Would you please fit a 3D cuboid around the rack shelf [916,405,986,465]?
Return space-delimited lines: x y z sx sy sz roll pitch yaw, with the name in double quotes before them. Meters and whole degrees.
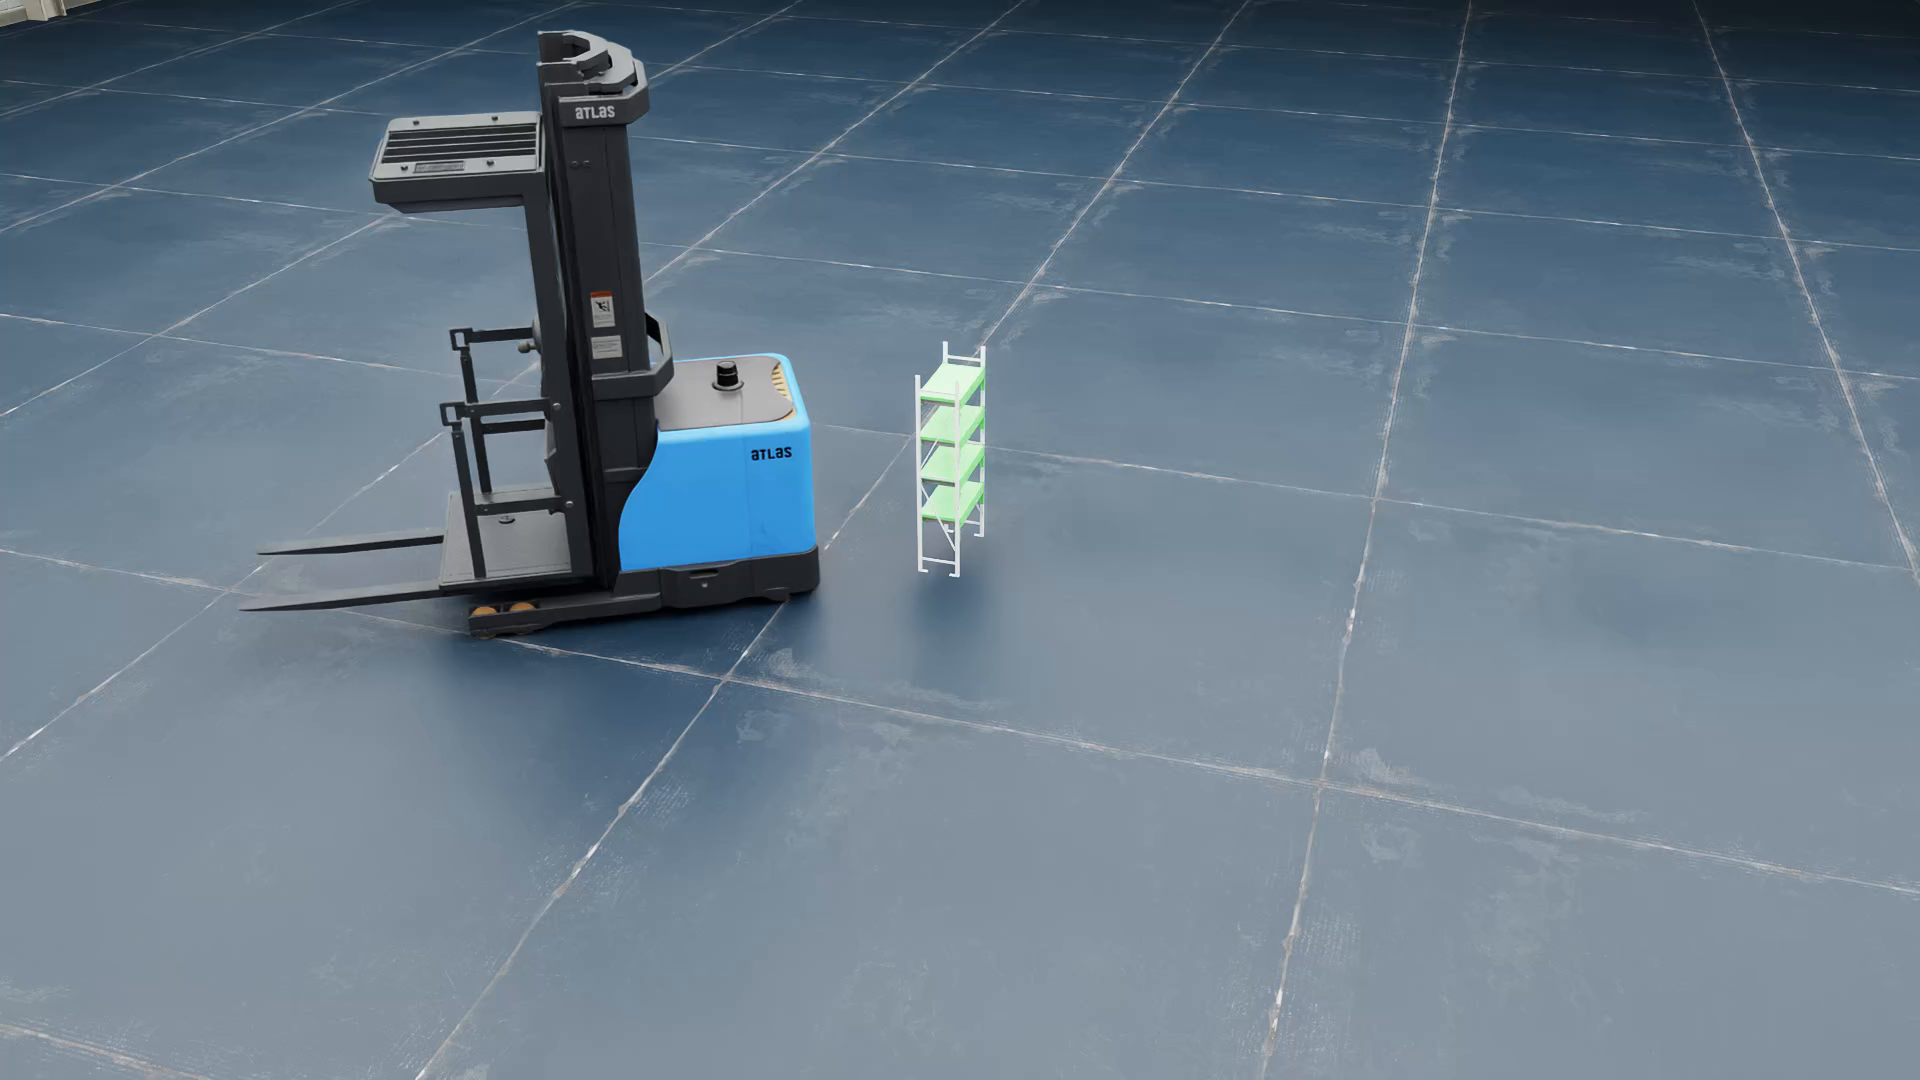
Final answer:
"rack shelf" -0.049 -0.601 9.234 0.258 0.148 0.480 8 30 15

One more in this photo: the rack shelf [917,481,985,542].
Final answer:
"rack shelf" -0.049 -0.182 9.468 0.258 0.148 0.480 8 30 15

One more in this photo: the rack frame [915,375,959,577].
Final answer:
"rack frame" -0.120 -0.334 9.116 0.240 1.200 0.015 8 30 15

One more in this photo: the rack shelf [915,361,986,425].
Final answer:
"rack shelf" -0.049 -0.811 9.118 0.258 0.148 0.480 8 30 15

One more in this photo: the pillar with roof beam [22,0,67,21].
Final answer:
"pillar with roof beam" -8.200 -10.369 19.134 9.100 9.000 0.400 8 30 15

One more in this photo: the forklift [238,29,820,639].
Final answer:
"forklift" -2.345 -1.039 8.604 3.031 2.935 1.130 -6 30 -11

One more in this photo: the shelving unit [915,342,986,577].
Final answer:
"shelving unit" -0.049 -0.447 9.320 0.258 1.200 0.503 8 30 15

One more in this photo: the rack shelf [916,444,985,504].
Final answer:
"rack shelf" -0.049 -0.392 9.351 0.258 0.148 0.480 8 30 15

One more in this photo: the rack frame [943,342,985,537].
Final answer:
"rack frame" 0.023 -0.561 9.524 0.240 1.200 0.015 8 30 15
